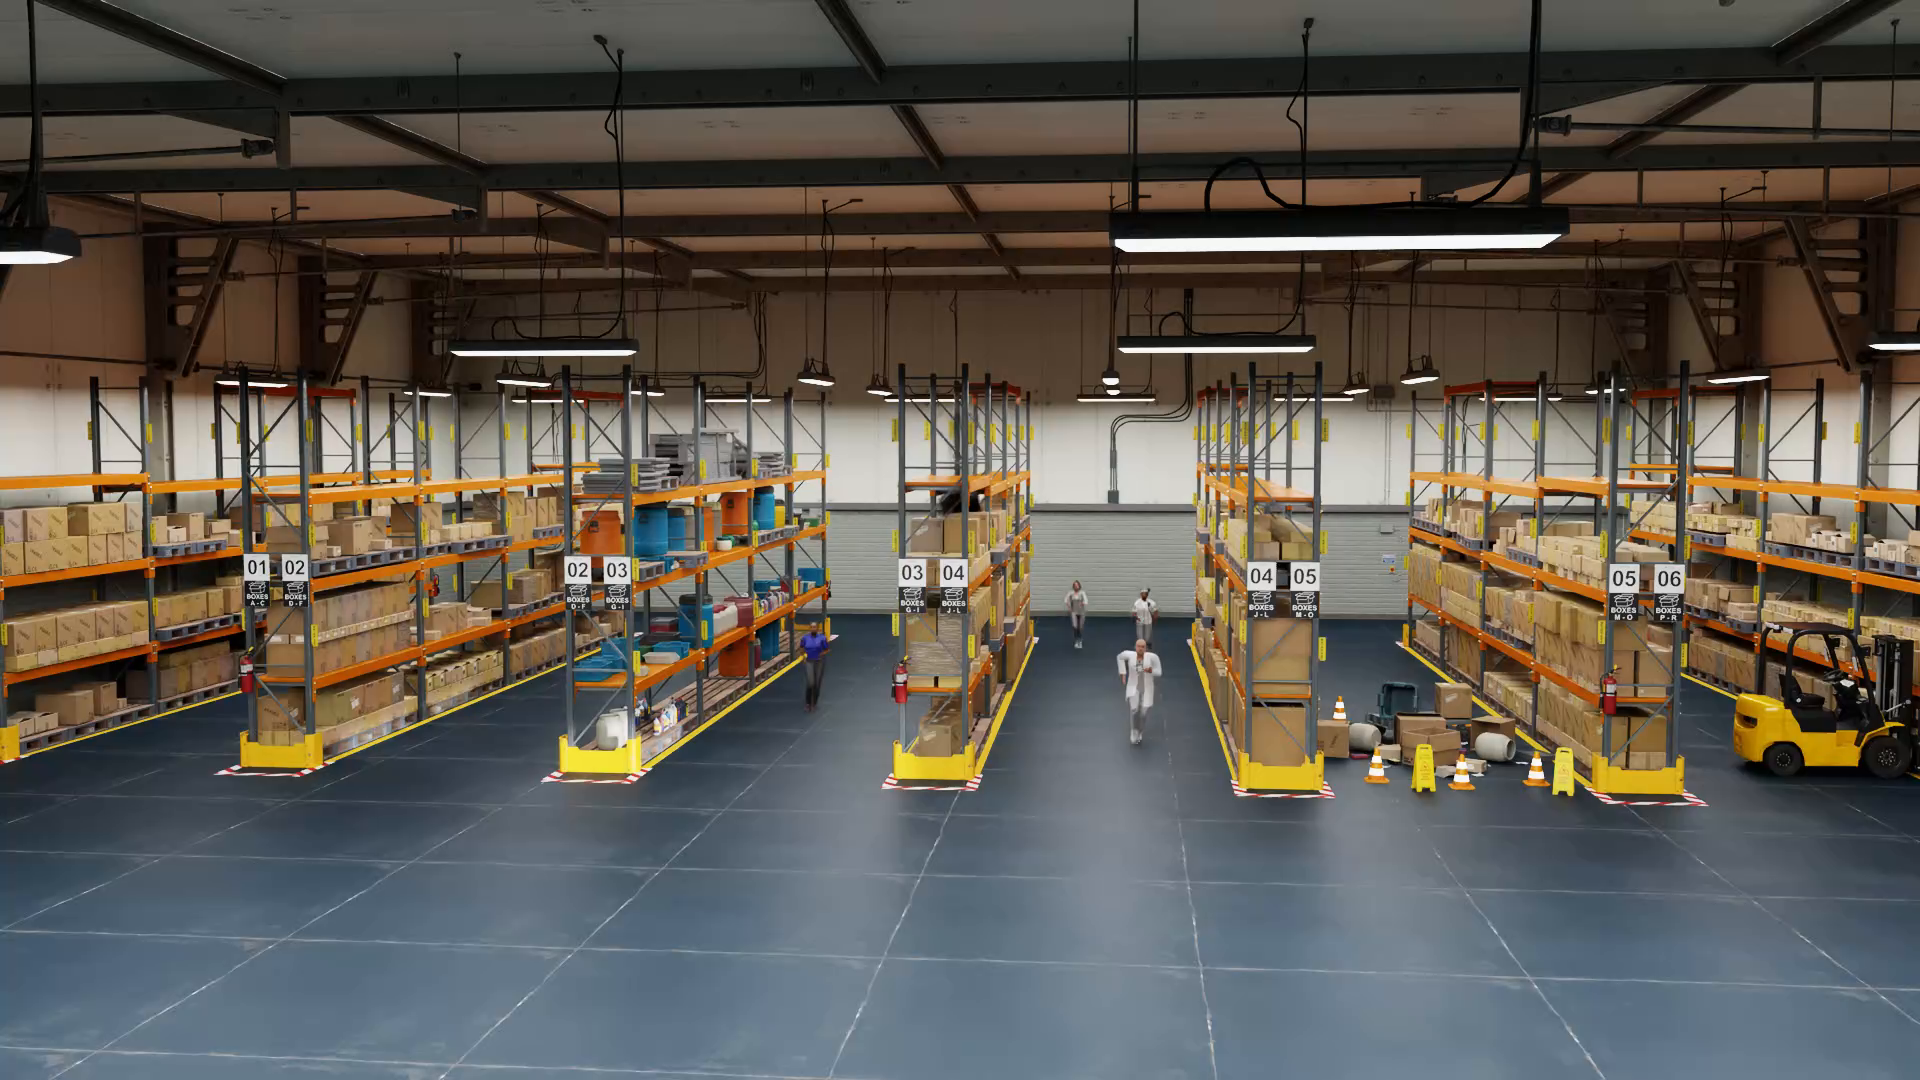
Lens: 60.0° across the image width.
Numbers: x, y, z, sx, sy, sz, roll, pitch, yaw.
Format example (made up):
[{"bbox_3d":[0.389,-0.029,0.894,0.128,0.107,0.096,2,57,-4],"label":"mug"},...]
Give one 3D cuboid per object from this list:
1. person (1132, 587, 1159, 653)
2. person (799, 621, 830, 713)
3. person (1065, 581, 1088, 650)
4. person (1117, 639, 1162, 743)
[{"bbox_3d":[4.030,1.850,36.309,0.570,1.661,0.515,1,4,12],"label":"person"},{"bbox_3d":[-2.600,2.289,29.782,0.551,1.658,0.666,0,4,-7],"label":"person"},{"bbox_3d":[2.703,1.752,38.555,0.531,1.624,0.641,0,4,-2],"label":"person"},{"bbox_3d":[2.873,2.509,26.658,0.690,1.523,0.953,0,4,1],"label":"person"}]
